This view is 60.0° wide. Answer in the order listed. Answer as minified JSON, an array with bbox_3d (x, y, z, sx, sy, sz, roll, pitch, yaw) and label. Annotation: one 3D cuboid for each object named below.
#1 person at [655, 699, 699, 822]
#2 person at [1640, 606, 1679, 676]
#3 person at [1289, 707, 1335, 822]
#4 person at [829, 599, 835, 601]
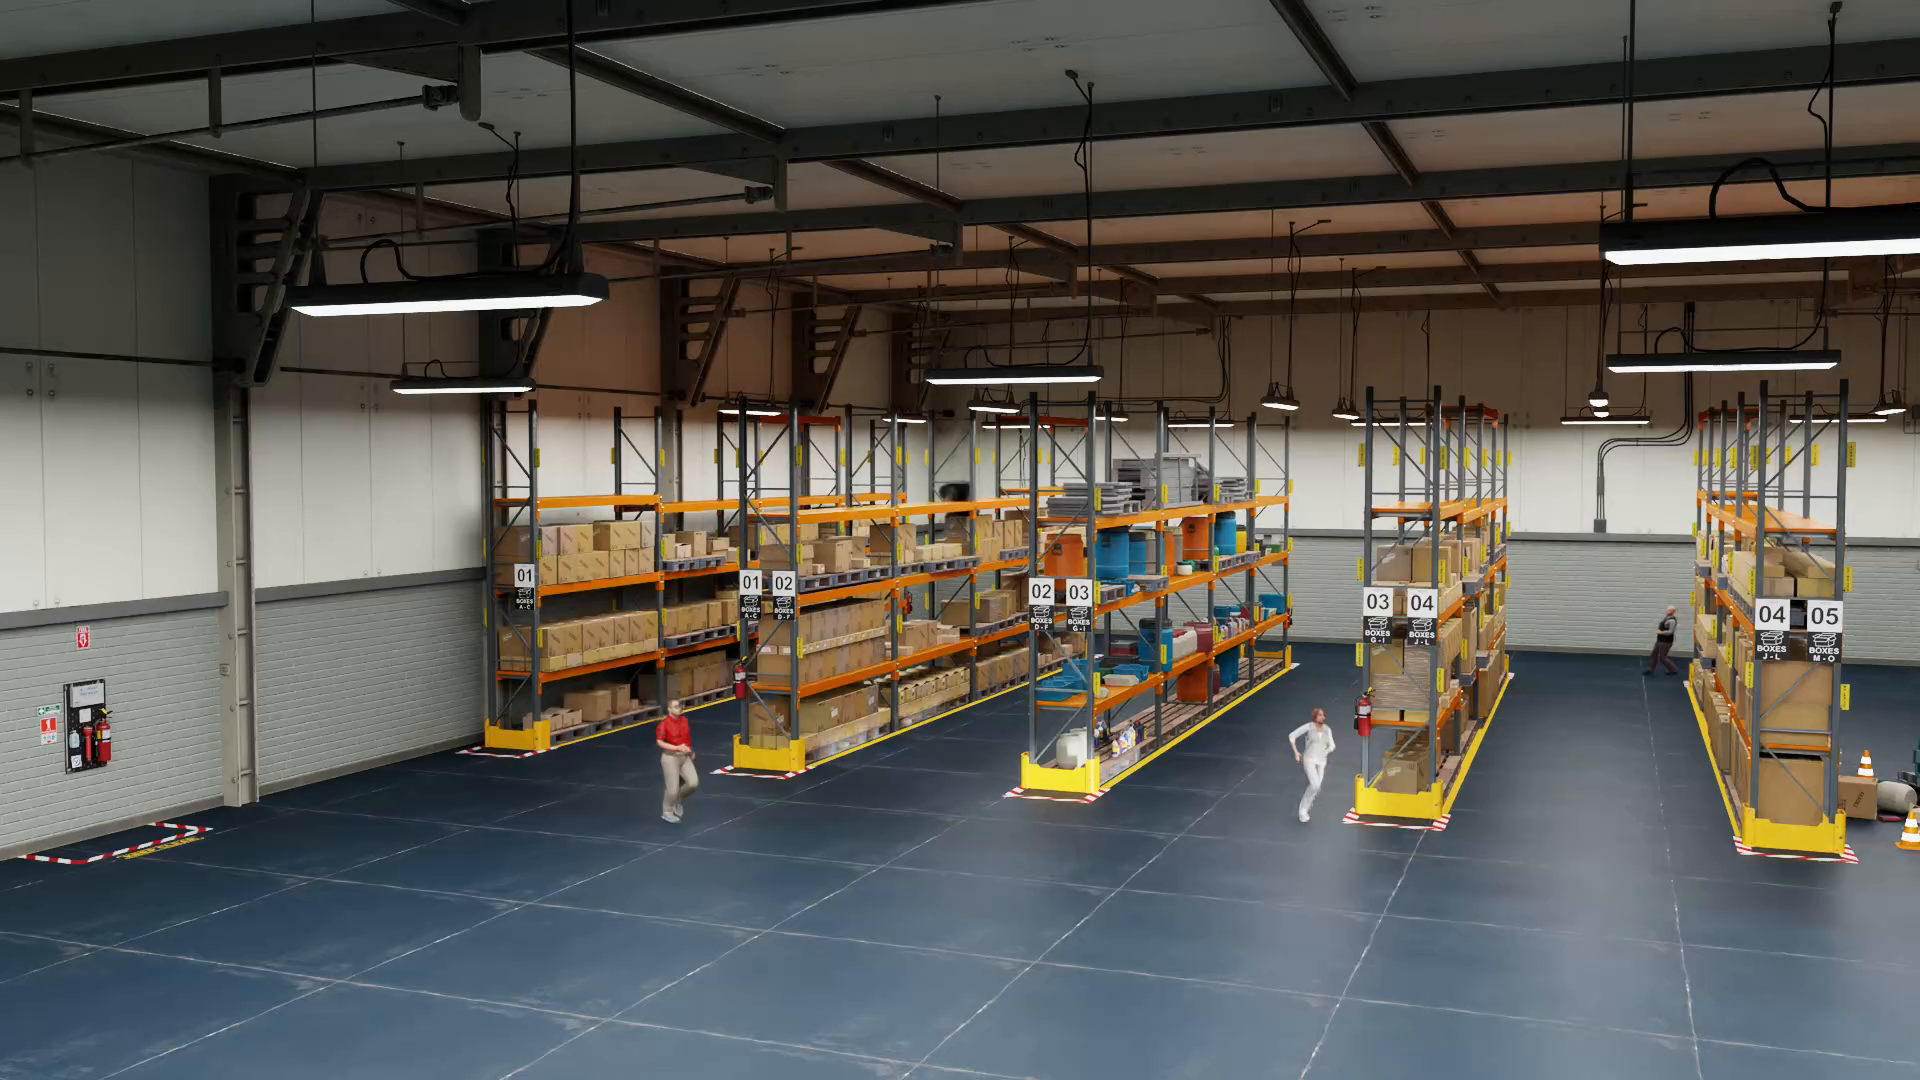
[{"bbox_3d":[-3.849,3.027,22.799,0.607,1.688,0.651,2,4,41],"label":"person"},{"bbox_3d":[15.913,2.308,37.720,0.776,1.680,0.784,1,3,14],"label":"person"},{"bbox_3d":[4.889,3.087,22.897,0.553,1.562,0.550,-1,3,-21],"label":"person"},{"bbox_3d":[-2.623,2.131,34.518,0.676,1.821,0.814,1,3,14],"label":"person"}]
